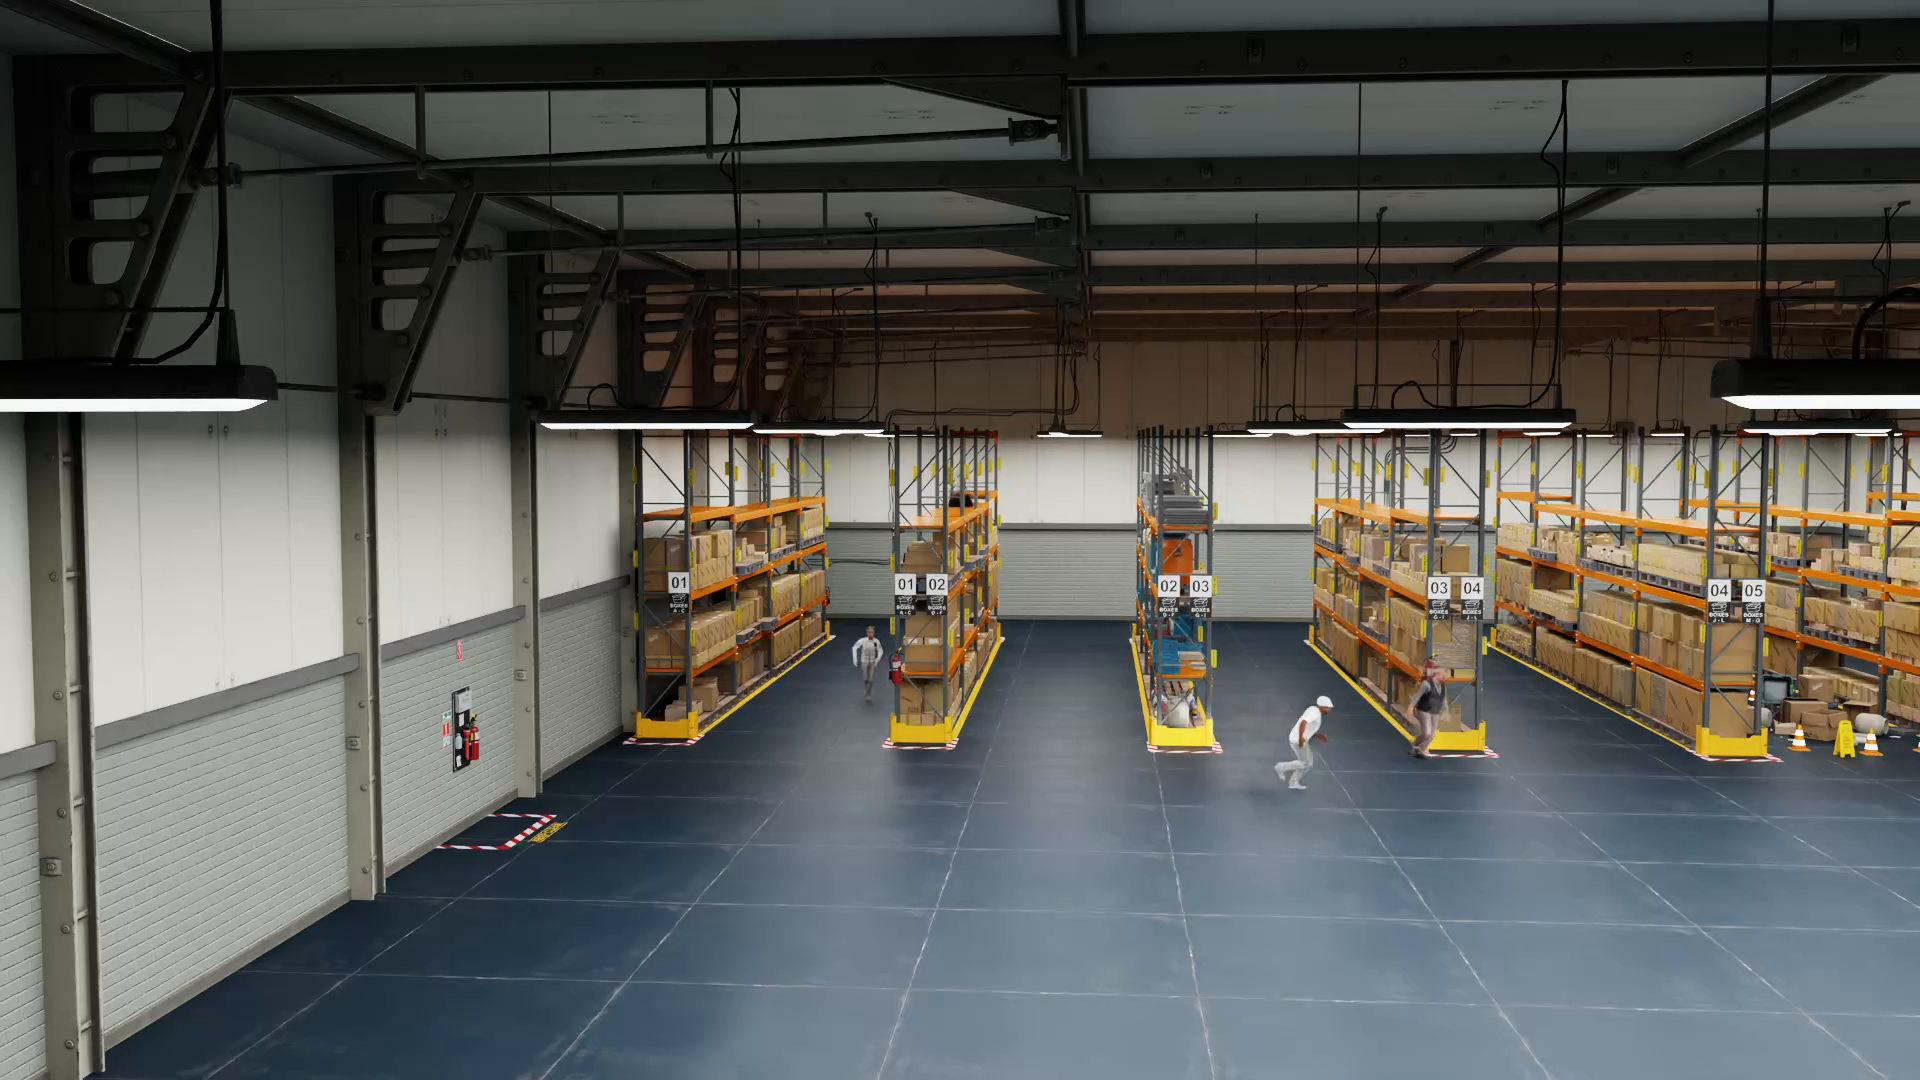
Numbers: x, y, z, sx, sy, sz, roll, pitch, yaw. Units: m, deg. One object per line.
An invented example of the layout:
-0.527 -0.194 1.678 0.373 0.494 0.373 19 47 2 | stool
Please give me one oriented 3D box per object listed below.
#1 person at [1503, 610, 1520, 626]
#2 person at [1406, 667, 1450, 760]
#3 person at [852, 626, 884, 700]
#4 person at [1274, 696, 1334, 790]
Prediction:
15.892 1.991 47.844 0.844 1.719 0.565 -2 4 -27 | person
8.381 3.111 29.782 0.693 1.698 0.564 -2 4 -32 | person
-2.025 2.708 36.596 0.688 1.650 0.505 0 3 -7 | person
5.618 3.318 27.140 0.948 1.560 0.724 1 4 14 | person
